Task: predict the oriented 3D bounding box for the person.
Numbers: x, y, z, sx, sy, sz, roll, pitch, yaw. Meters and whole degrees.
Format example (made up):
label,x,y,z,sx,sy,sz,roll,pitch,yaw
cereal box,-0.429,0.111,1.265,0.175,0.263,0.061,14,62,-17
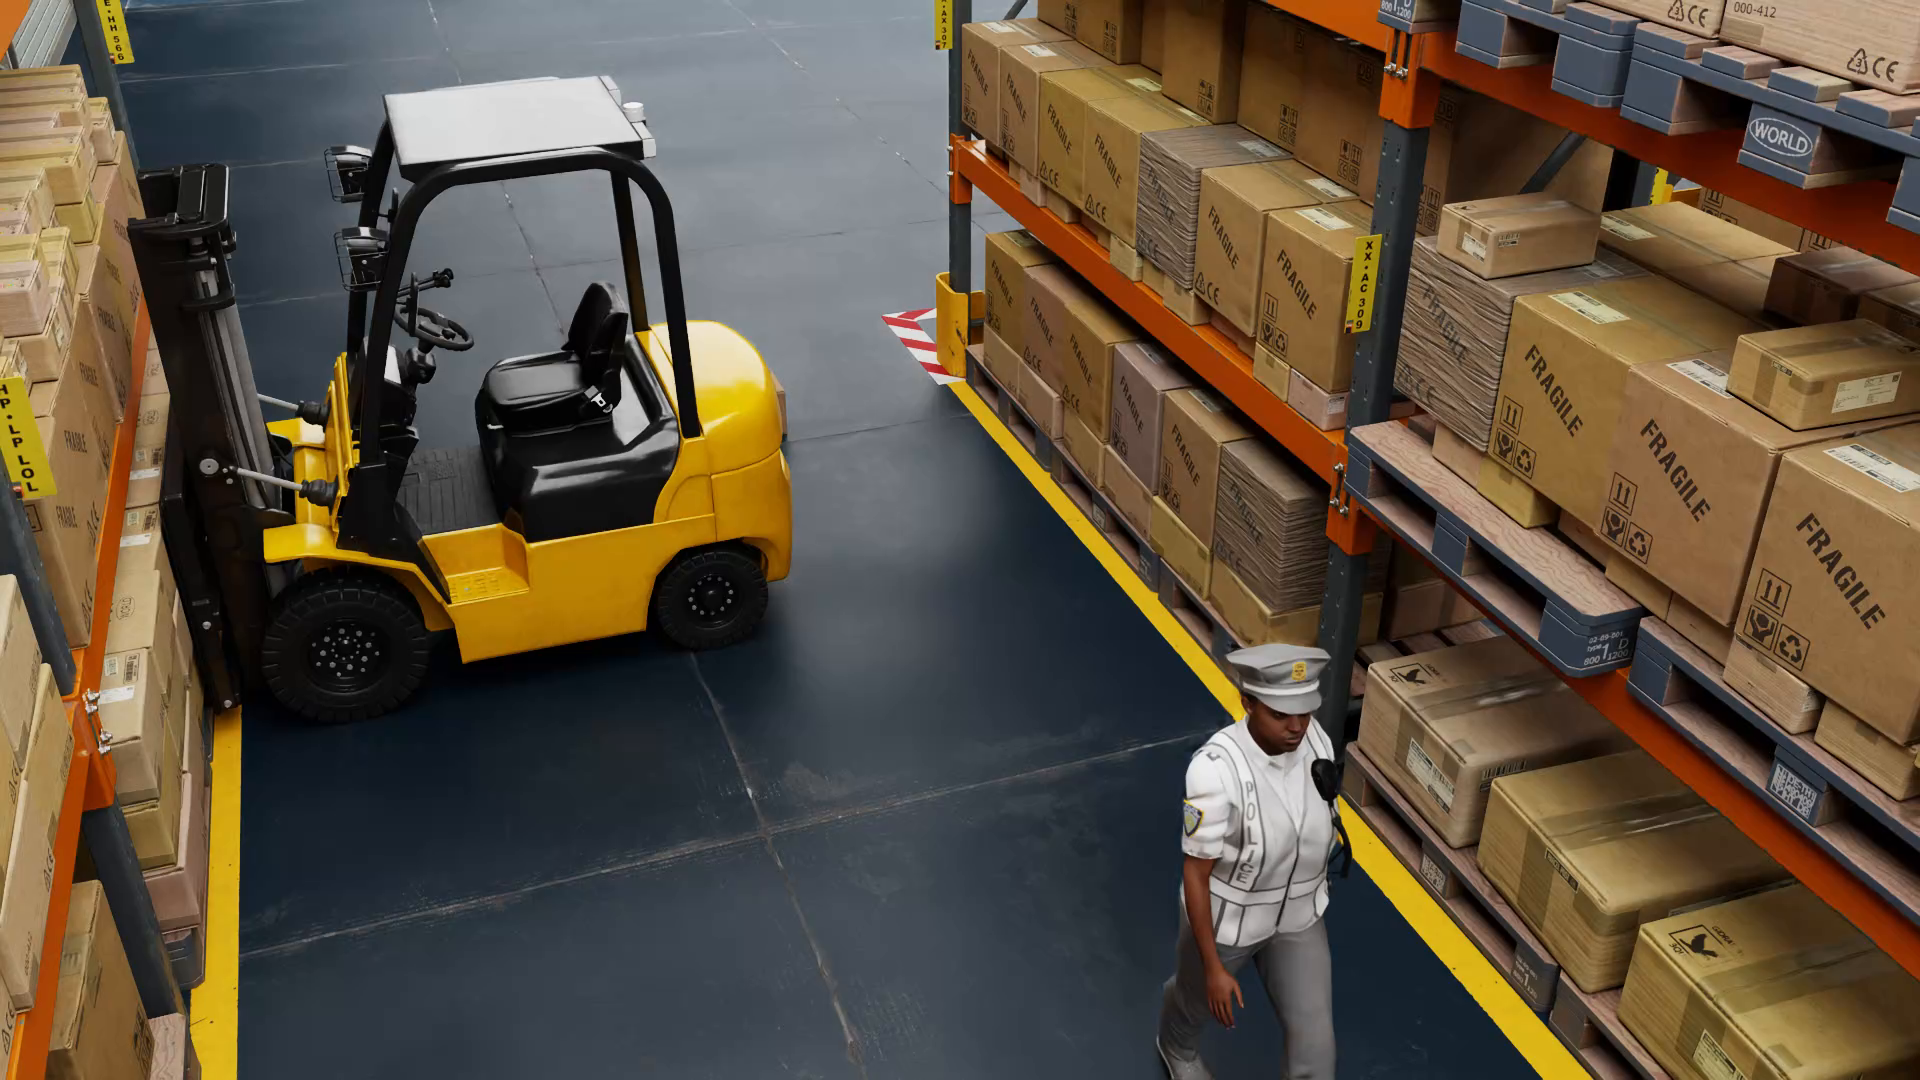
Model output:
label,x,y,z,sx,sy,sz,roll,pitch,yaw
person,0.802,1.022,4.325,0.484,1.671,0.862,-11,32,-18
